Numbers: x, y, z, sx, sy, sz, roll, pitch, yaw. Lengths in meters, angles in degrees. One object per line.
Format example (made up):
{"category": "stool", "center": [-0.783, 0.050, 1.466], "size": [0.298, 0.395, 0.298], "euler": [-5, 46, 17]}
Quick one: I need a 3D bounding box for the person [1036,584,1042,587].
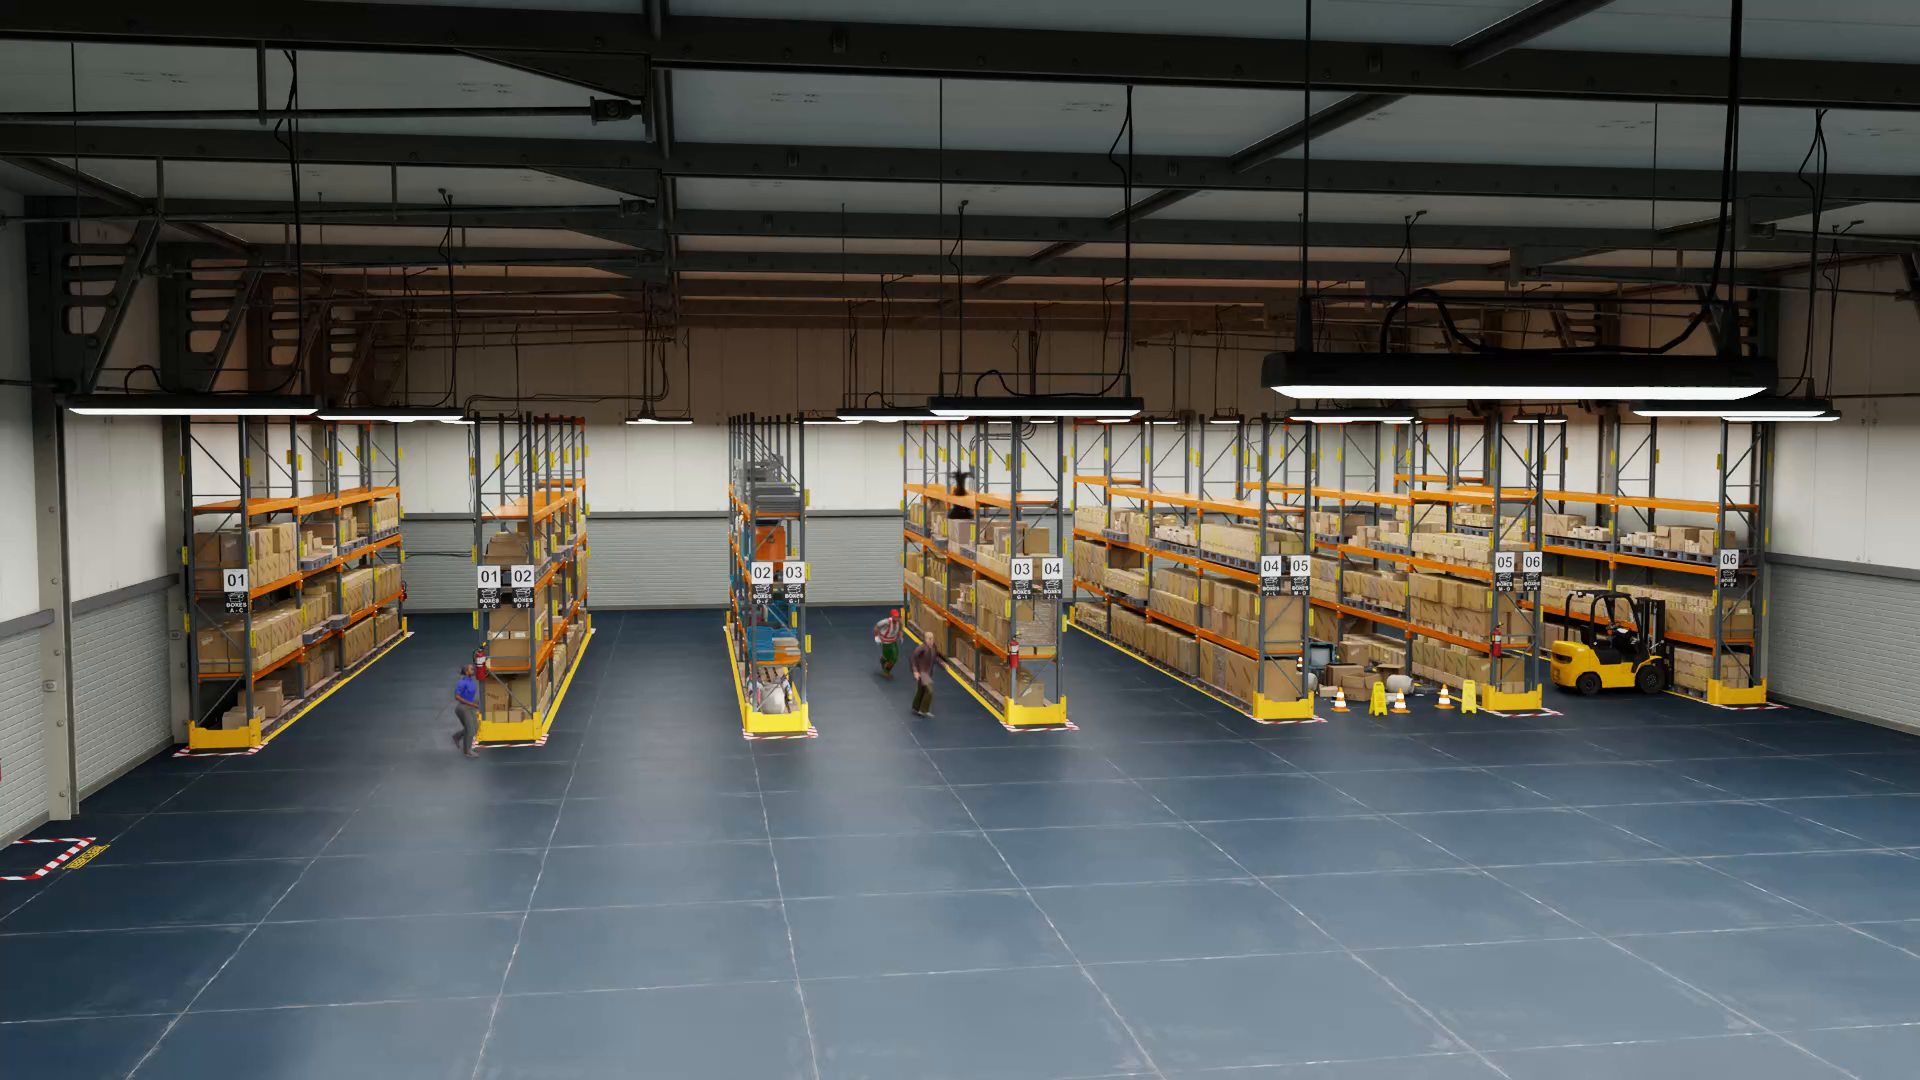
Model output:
{"category": "person", "center": [2.307, 1.667, 47.332], "size": [0.669, 1.782, 0.682], "euler": [-1, 4, -9]}

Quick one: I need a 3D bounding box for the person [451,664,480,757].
{"category": "person", "center": [-8.606, 2.962, 28.893], "size": [0.573, 1.632, 0.572], "euler": [1, 4, 8]}

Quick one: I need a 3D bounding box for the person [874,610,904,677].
{"category": "person", "center": [-1.642, 2.354, 37.981], "size": [0.687, 1.591, 0.903], "euler": [-2, 4, -28]}

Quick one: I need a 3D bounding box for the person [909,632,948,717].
{"category": "person", "center": [-0.660, 2.661, 32.867], "size": [0.884, 1.738, 0.712], "euler": [2, 4, 26]}
